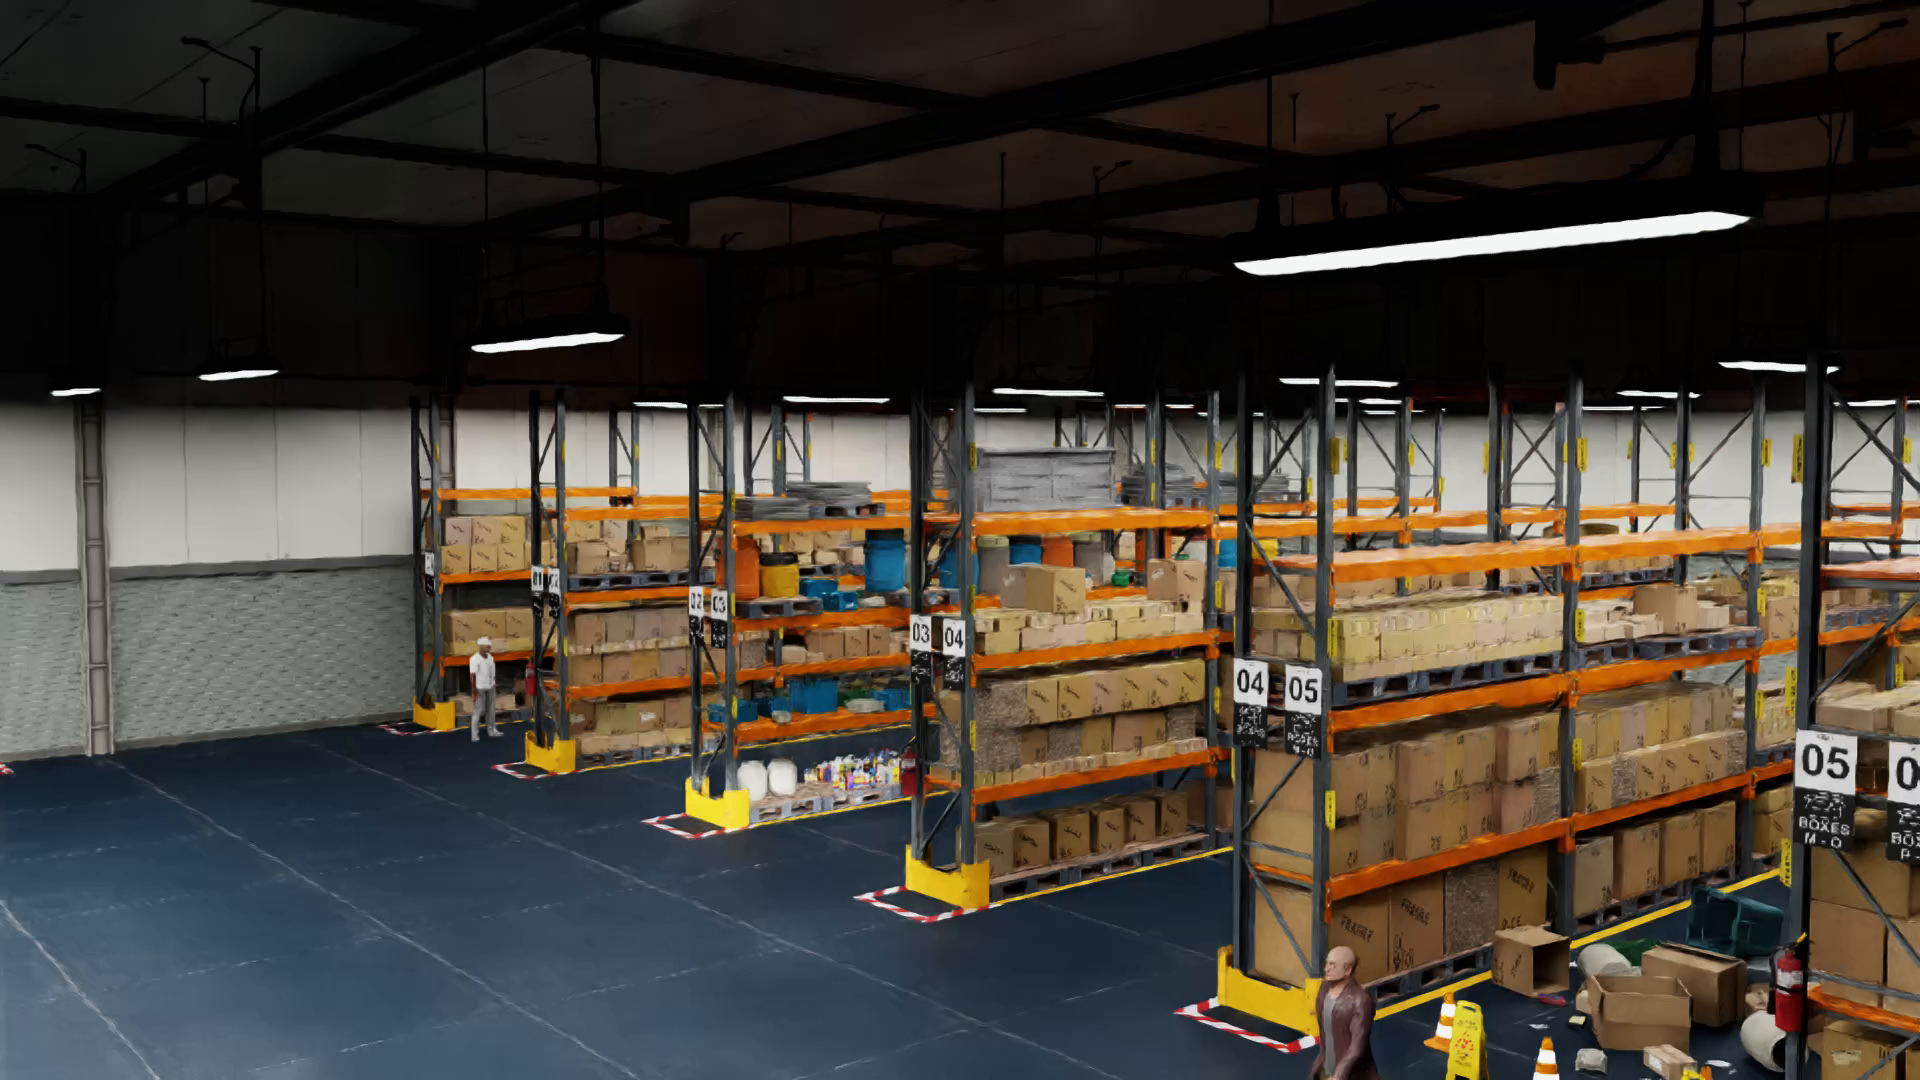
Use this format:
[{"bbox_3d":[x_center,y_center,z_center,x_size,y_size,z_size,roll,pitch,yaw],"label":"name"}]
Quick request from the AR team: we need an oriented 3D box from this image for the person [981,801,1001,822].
[{"bbox_3d":[0.395,3.039,22.341,0.587,1.621,0.661,3,5,42],"label":"person"}]

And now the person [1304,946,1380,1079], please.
[{"bbox_3d":[2.592,3.622,11.344,1.090,1.695,0.576,-2,4,-30],"label":"person"}]

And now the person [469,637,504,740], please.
[{"bbox_3d":[-8.215,2.561,28.844,0.464,1.772,0.645,1,4,22],"label":"person"}]
